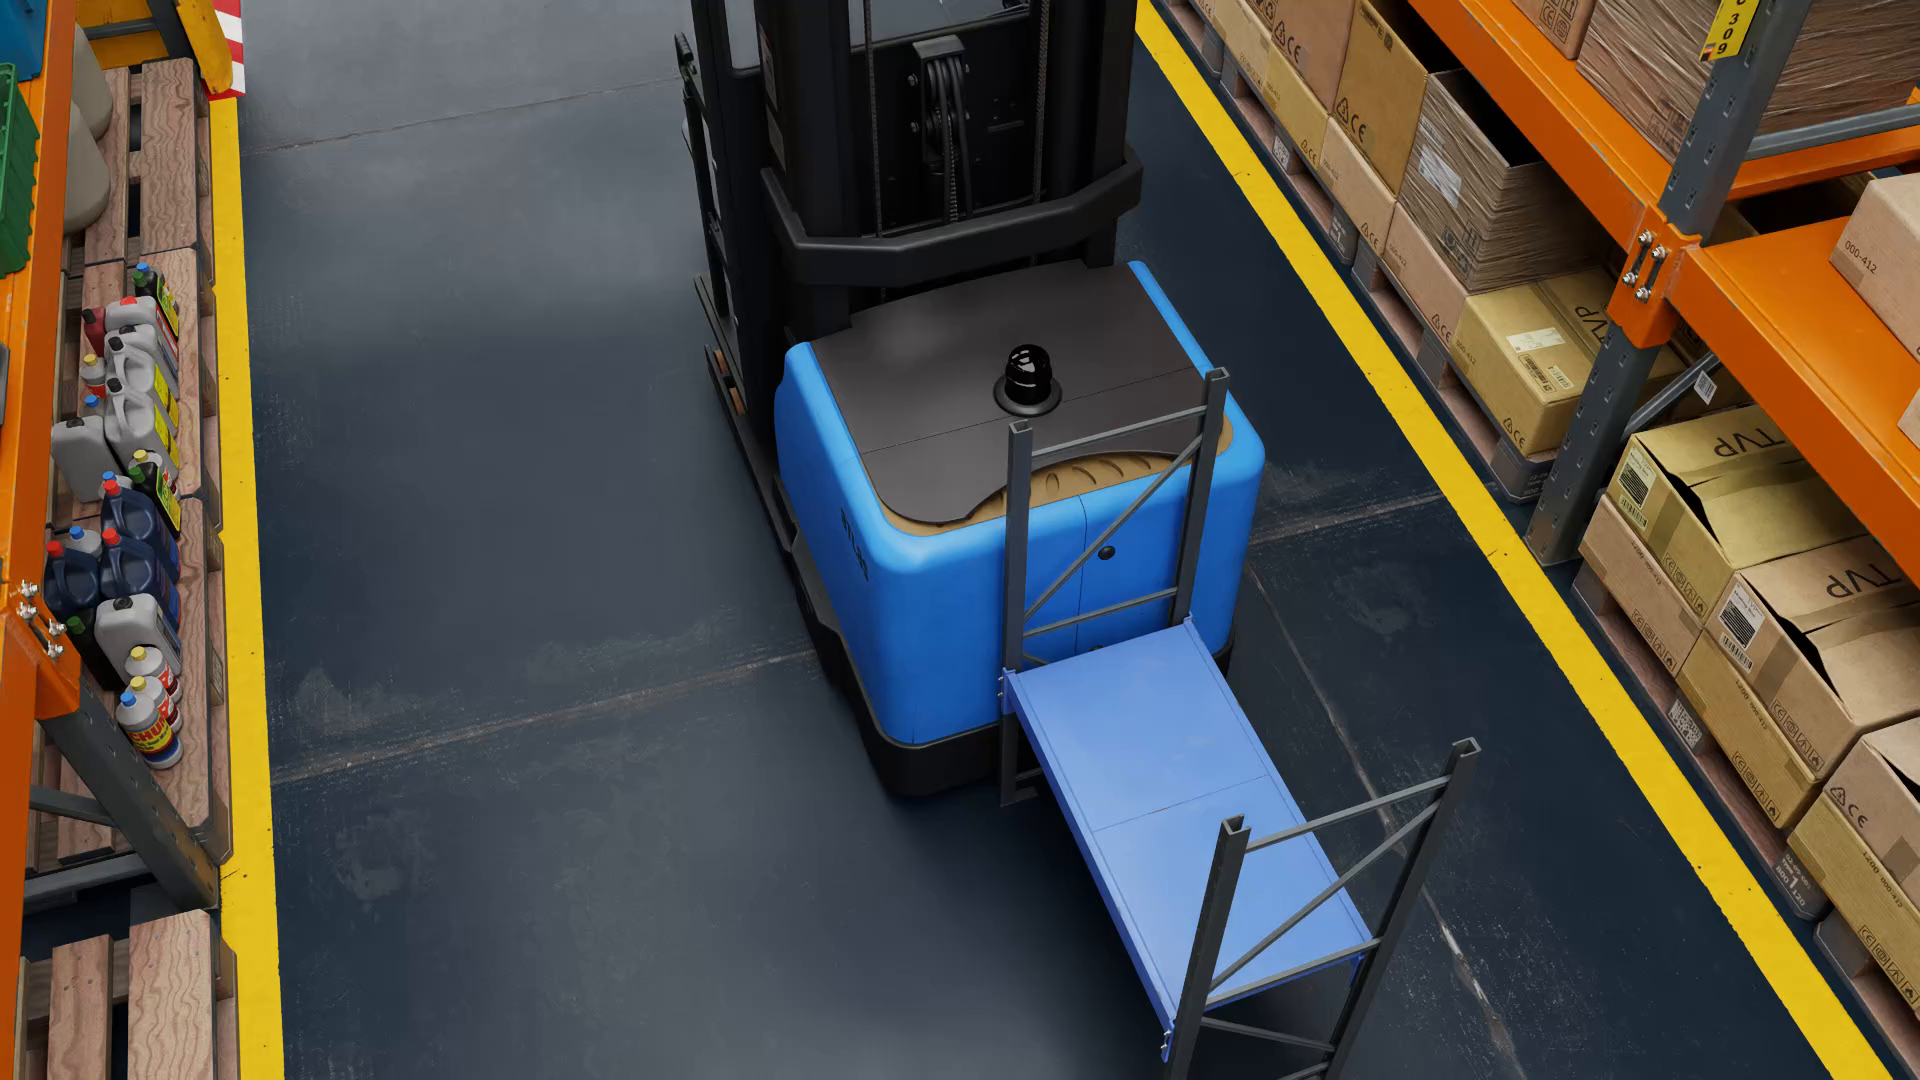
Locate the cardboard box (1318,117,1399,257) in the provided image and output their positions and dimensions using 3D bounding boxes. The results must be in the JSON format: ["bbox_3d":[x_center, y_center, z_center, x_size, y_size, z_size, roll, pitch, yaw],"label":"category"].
[{"bbox_3d":[1.622,-1.301,5.909,0.500,0.250,0.500,-13,51,-11],"label":"cardboard box"}]

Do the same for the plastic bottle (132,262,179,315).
[{"bbox_3d":[-2.685,-0.835,5.535,0.097,0.201,0.097,0,50,0],"label":"plastic bottle"}]

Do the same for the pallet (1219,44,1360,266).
[{"bbox_3d":[1.709,-1.618,6.476,1.003,0.211,1.213,-13,51,-11],"label":"pallet"}]

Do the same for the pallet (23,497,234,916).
[{"bbox_3d":[-2.623,0.482,4.705,1.003,0.211,1.213,-13,51,-11],"label":"pallet"}]

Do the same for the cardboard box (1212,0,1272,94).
[{"bbox_3d":[1.331,-2.033,6.525,0.500,0.250,0.500,-13,51,-11],"label":"cardboard box"}]

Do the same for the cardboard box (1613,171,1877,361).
[{"bbox_3d":[2.431,-0.934,5.109,0.500,0.500,0.500,-13,51,-11],"label":"cardboard box"}]

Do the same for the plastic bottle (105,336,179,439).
[{"bbox_3d":[-2.543,-0.472,5.131,0.144,0.351,0.185,-11,51,-9],"label":"plastic bottle"}]

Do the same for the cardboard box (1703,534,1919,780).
[{"bbox_3d":[2.296,0.262,4.225,0.500,0.311,0.500,-14,51,-11],"label":"cardboard box"}]

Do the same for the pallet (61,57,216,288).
[{"bbox_3d":[-3.345,-1.300,6.208,1.003,0.211,1.213,-13,51,-11],"label":"pallet"}]

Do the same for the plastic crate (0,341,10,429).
[{"bbox_3d":[-2.498,-0.307,3.588,0.767,0.338,0.504,-13,51,-11],"label":"plastic crate"}]

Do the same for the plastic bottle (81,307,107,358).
[{"bbox_3d":[-2.738,-0.647,5.322,0.061,0.283,0.133,-13,51,-11],"label":"plastic bottle"}]

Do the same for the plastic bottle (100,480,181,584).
[{"bbox_3d":[-2.362,-0.026,4.754,0.144,0.351,0.185,-15,52,-13],"label":"plastic bottle"}]

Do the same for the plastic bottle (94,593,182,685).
[{"bbox_3d":[-2.262,0.258,4.564,0.152,0.276,0.135,-12,51,-10],"label":"plastic bottle"}]

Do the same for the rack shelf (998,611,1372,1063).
[{"bbox_3d":[0.518,0.665,3.944,0.538,0.185,1.000,-16,52,-13],"label":"rack shelf"}]

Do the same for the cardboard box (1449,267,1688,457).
[{"bbox_3d":[1.923,-0.572,5.294,0.500,0.250,0.500,-13,51,-11],"label":"cardboard box"}]

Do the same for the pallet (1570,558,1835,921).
[{"bbox_3d":[2.524,0.394,4.779,1.003,0.211,1.213,-13,51,-11],"label":"pallet"}]

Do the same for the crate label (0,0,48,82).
[{"bbox_3d":[-2.845,-1.566,4.585,0.502,0.435,0.616,-13,51,-11],"label":"crate label"}]

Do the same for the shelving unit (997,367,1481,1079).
[{"bbox_3d":[0.518,0.549,3.806,0.538,1.500,1.048,-16,52,-13],"label":"shelving unit"}]

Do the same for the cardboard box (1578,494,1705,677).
[{"bbox_3d":[2.151,0.068,4.755,0.500,0.250,0.500,-14,51,-12],"label":"cardboard box"}]

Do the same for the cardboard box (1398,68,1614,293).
[{"bbox_3d":[1.786,-1.181,5.317,0.500,0.500,0.500,-13,51,-11],"label":"cardboard box"}]

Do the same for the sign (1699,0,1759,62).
[{"bbox_3d":[1.739,-1.212,3.691,0.100,0.325,0.005,-13,51,-11],"label":"sign"}]

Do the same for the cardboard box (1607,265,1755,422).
[{"bbox_3d":[2.421,-0.690,5.393,0.500,0.250,0.500,-13,51,-11],"label":"cardboard box"}]

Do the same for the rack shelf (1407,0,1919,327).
[{"bbox_3d":[1.677,-2.262,5.666,1.077,0.370,4.000,-13,51,-11],"label":"rack shelf"}]

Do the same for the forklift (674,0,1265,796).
[{"bbox_3d":[-0.216,-1.396,4.510,1.130,2.935,3.031,-16,52,-13],"label":"forklift"}]

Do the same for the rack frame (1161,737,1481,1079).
[{"bbox_3d":[0.693,0.914,3.499,0.500,1.500,0.032,-16,52,-13],"label":"rack frame"}]

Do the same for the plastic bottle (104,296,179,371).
[{"bbox_3d":[-2.637,-0.669,5.346,0.152,0.276,0.135,-13,51,-11],"label":"plastic bottle"}]

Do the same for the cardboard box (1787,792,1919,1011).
[{"bbox_3d":[2.457,0.819,4.121,0.500,0.250,0.500,-15,51,-12],"label":"cardboard box"}]

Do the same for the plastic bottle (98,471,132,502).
[{"bbox_3d":[-2.442,-0.099,4.868,0.097,0.271,0.097,0,50,0],"label":"plastic bottle"}]

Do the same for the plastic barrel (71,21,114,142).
[{"bbox_3d":[-3.380,-1.708,6.080,0.421,0.512,0.421,0,50,0],"label":"plastic barrel"}]

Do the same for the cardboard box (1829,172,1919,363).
[{"bbox_3d":[2.456,-0.636,3.922,0.500,0.250,0.500,-10,51,-9],"label":"cardboard box"}]

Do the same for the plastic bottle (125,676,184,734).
[{"bbox_3d":[-2.170,0.438,4.462,0.097,0.201,0.097,0,50,0],"label":"plastic bottle"}]

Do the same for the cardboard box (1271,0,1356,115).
[{"bbox_3d":[1.473,-1.908,5.930,0.500,0.500,0.500,-13,51,-11],"label":"cardboard box"}]

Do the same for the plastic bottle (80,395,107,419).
[{"bbox_3d":[-2.646,-0.364,5.138,0.097,0.201,0.097,0,50,0],"label":"plastic bottle"}]

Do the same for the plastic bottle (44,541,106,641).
[{"bbox_3d":[-2.444,0.145,4.611,0.144,0.351,0.185,-13,51,-11],"label":"plastic bottle"}]

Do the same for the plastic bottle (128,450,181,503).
[{"bbox_3d":[-2.424,-0.189,4.990,0.097,0.201,0.097,0,50,0],"label":"plastic bottle"}]

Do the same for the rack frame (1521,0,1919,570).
[{"bbox_3d":[2.269,-1.034,4.159,1.000,3.000,0.127,-13,51,-11],"label":"rack frame"}]

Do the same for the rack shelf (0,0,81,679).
[{"bbox_3d":[-3.056,-1.145,4.724,1.077,0.370,4.000,-13,51,-11],"label":"rack shelf"}]

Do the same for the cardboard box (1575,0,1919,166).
[{"bbox_3d":[2.131,-1.388,4.393,0.700,0.500,0.500,-15,51,-12],"label":"cardboard box"}]

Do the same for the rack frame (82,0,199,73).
[{"bbox_3d":[-3.647,-2.838,5.680,1.000,3.000,0.127,-13,51,-11],"label":"rack frame"}]
